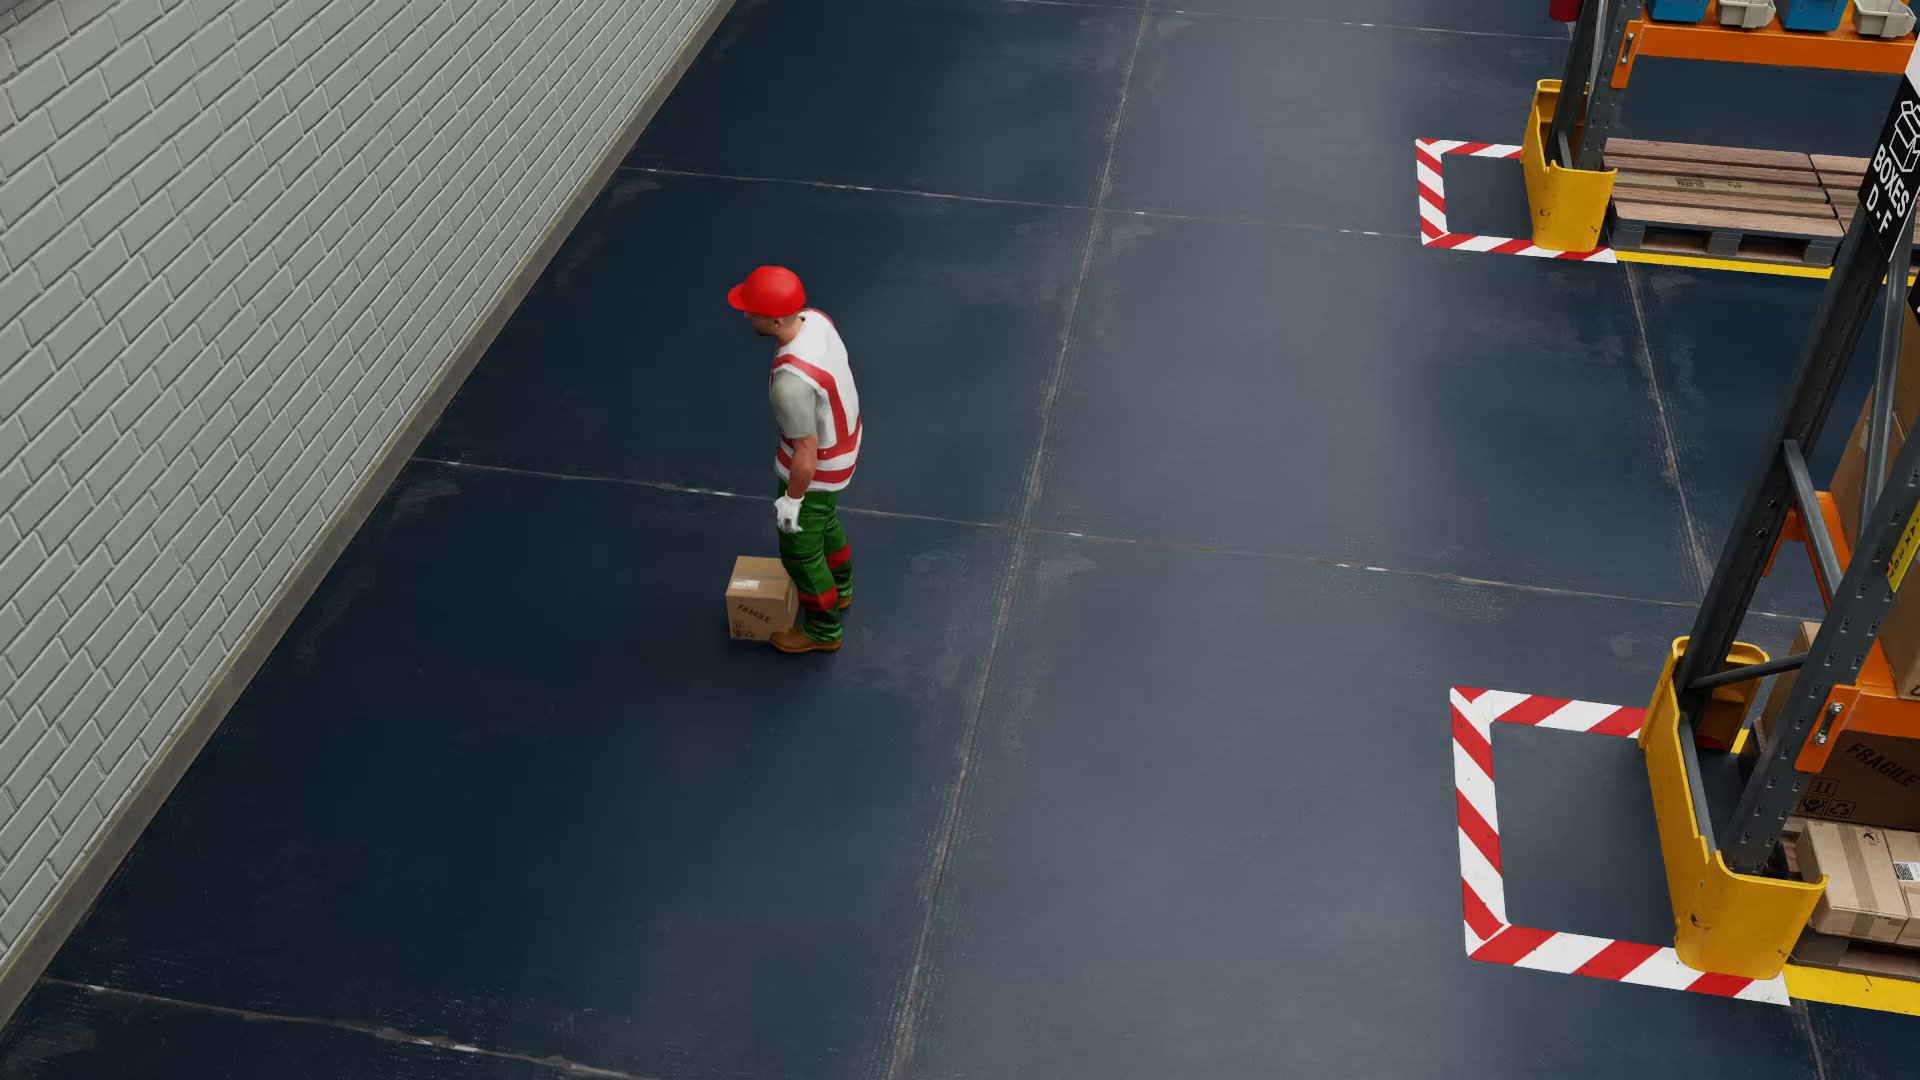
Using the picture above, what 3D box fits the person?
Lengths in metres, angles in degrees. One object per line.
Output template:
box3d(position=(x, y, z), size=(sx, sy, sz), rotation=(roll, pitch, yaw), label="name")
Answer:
box3d(position=(-0.612, -0.302, 6.504), size=(0.451, 1.778, 0.612), rotation=(4, 40, 5), label="person")
